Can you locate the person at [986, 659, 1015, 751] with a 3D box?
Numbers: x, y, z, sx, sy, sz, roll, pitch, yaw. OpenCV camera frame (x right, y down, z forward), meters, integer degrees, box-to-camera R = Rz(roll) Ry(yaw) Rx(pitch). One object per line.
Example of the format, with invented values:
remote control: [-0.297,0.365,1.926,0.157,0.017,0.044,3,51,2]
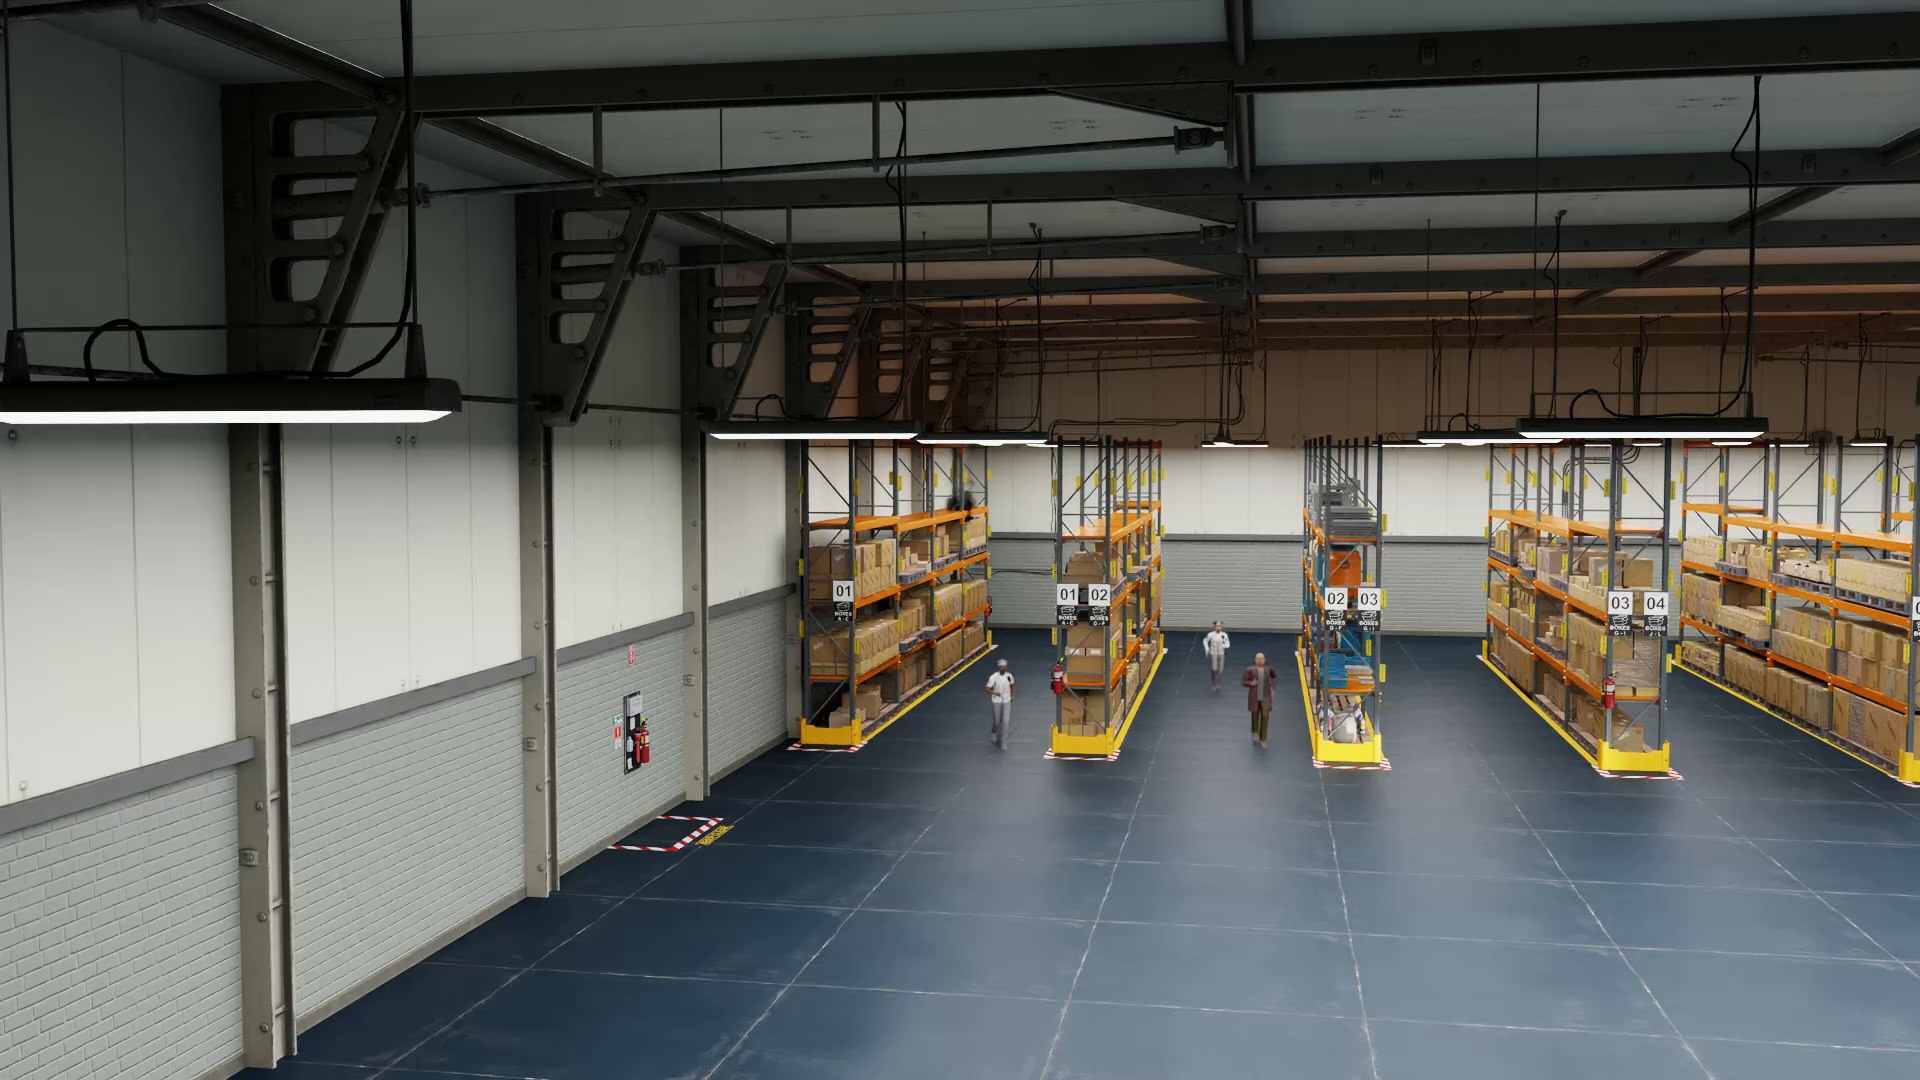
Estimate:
person: [0.795,3.152,32.071,0.621,1.737,0.853,-1,3,-12]

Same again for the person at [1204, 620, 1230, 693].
person: [6.095,2.751,39.343,0.578,1.712,0.668,0,3,-1]

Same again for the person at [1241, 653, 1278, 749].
person: [5.771,3.067,32.014,0.709,1.780,1.009,0,3,6]
